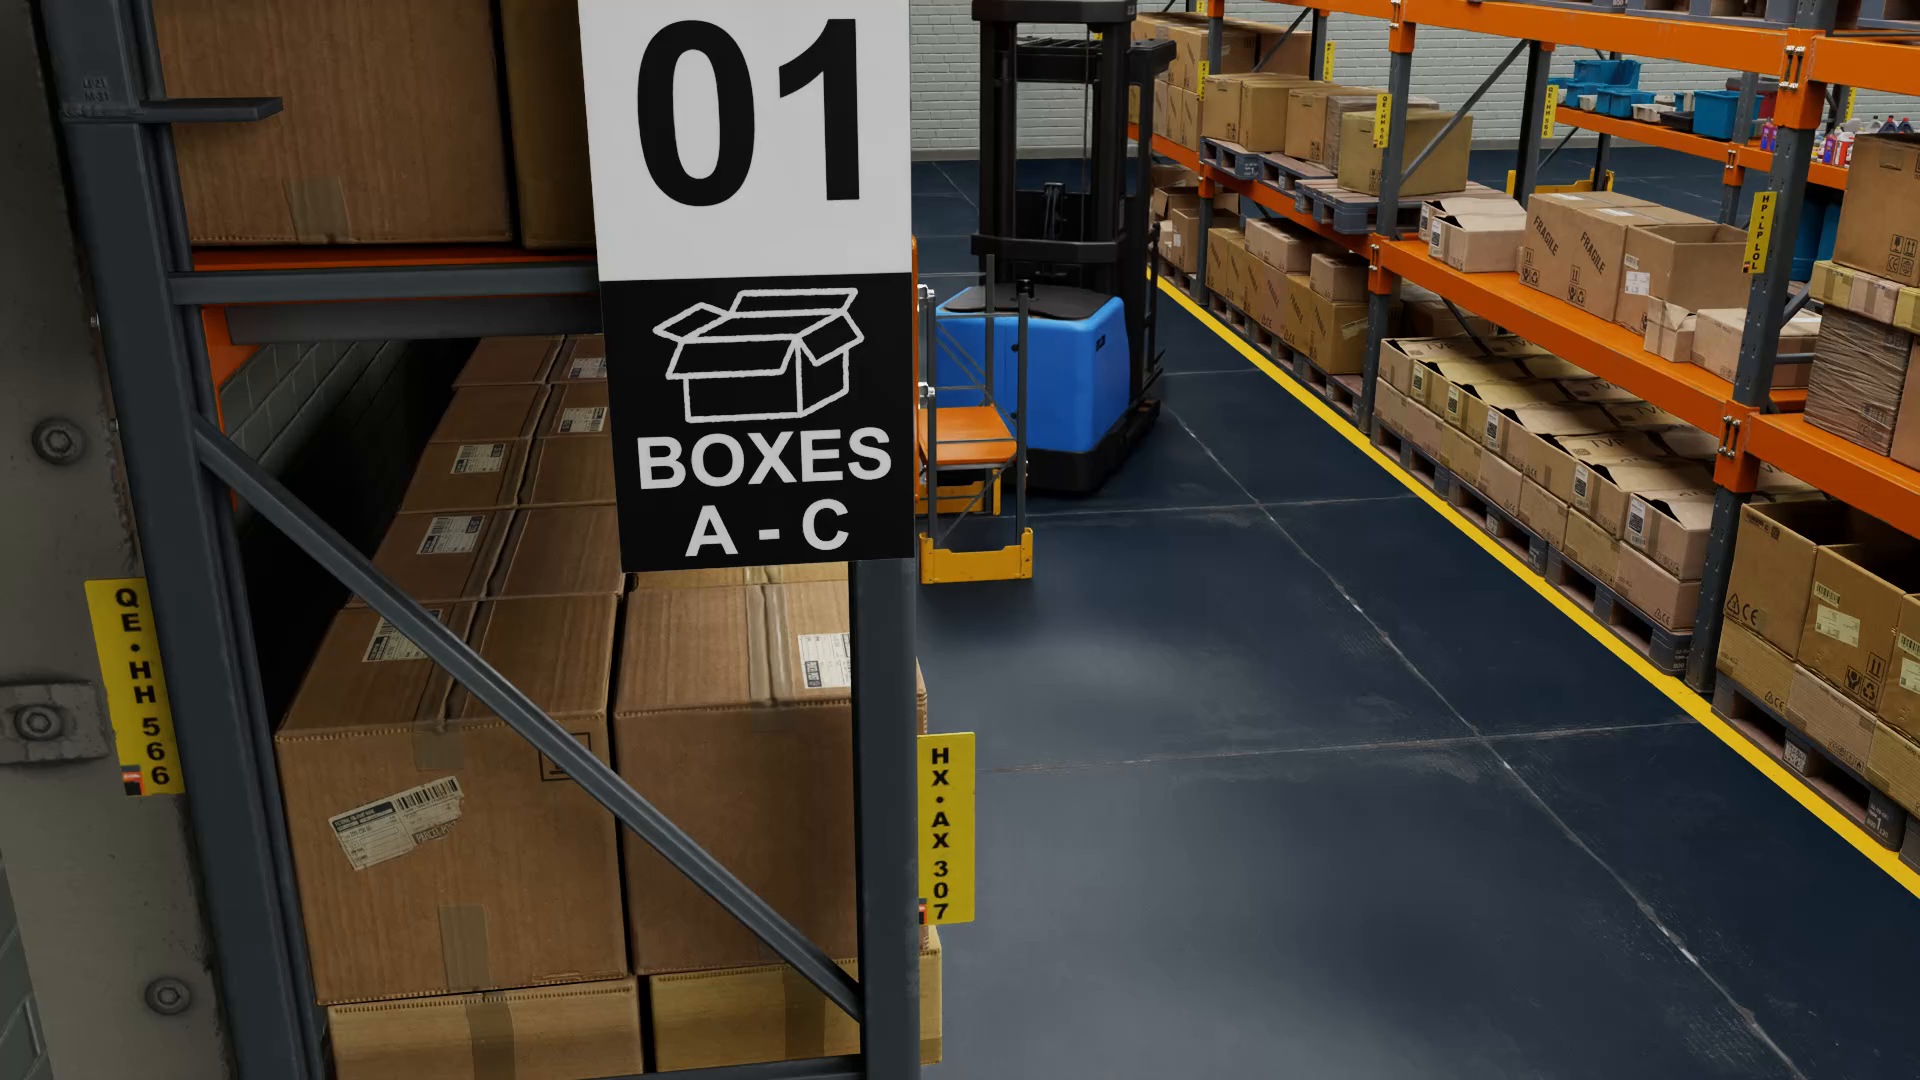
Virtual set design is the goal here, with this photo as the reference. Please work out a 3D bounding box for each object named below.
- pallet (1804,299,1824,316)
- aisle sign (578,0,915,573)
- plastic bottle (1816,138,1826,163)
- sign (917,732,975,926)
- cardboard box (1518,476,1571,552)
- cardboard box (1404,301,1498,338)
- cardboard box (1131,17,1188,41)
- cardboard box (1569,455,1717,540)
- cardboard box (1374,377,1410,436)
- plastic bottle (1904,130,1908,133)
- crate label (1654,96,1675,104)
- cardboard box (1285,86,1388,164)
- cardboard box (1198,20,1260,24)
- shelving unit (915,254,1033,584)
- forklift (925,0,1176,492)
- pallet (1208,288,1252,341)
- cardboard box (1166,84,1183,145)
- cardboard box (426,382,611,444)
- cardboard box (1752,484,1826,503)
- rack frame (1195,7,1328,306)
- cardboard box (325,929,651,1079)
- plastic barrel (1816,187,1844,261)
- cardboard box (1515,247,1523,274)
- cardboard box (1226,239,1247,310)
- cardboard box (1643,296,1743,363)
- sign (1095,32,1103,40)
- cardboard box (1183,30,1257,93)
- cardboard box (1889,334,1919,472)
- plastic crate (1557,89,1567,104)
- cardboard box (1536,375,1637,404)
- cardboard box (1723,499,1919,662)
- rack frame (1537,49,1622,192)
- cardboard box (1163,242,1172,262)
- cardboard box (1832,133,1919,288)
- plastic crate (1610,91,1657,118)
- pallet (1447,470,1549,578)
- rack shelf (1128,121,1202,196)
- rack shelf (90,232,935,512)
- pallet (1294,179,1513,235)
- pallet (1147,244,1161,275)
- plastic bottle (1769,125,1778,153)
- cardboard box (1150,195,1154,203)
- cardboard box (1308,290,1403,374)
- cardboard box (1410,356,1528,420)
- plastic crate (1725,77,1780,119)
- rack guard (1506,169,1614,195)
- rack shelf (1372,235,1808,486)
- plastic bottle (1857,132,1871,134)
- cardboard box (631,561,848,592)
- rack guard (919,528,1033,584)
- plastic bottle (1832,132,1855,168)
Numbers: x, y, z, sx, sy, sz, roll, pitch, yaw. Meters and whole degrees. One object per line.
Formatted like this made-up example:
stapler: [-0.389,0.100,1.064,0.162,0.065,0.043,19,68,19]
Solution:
pallet: [7.759,-1.783,13.687,1.003,0.211,1.213,-3,21,-8]
aisle sign: [-0.257,-0.335,2.111,0.394,0.787,0.004,-3,21,-8]
plastic bottle: [7.270,-3.273,13.977,0.097,0.201,0.097,0,20,0]
sign: [-0.027,0.440,2.514,0.100,0.325,0.005,-3,21,-8]
cardboard box: [3.268,-0.153,8.668,0.500,0.250,0.500,-2,21,-7]
cardboard box: [3.401,-1.355,11.501,0.500,0.500,0.500,-2,21,-5]
cardboard box: [1.984,-4.912,16.509,0.500,0.500,0.500,-3,21,-7]
cardboard box: [3.337,-0.240,8.100,0.500,0.311,0.500,-2,21,-6]
cardboard box: [2.969,-0.860,10.563,0.500,0.250,0.500,-3,21,-8]
plastic bottle: [7.891,-3.287,13.914,0.097,0.271,0.097,0,20,0]
crate label: [7.321,-4.601,17.540,0.396,0.136,0.243,-3,21,-8]
cardboard box: [2.923,-3.168,12.668,0.700,0.500,0.500,-8,22,-21]
cardboard box: [2.594,-4.761,16.104,0.500,0.500,0.500,-2,21,-6]
shelving unit: [0.011,-0.676,8.883,0.587,1.500,1.083,-3,21,-8]
forklift: [0.734,-2.139,10.755,1.130,2.935,3.031,7,21,17]
pallet: [2.762,-1.947,14.127,1.003,0.211,1.213,-3,21,-8]
cardboard box: [2.206,-3.918,15.277,0.500,0.500,0.500,-2,21,-6]
cardboard box: [-1.057,-0.098,4.305,0.500,0.500,0.500,-3,21,-7]
cardboard box: [3.947,-0.090,7.698,0.500,0.311,0.500,-3,21,-8]
rack frame: [2.607,-3.533,14.388,1.000,3.000,0.127,-3,21,-8]
cardboard box: [-0.824,0.782,3.022,0.500,0.250,0.500,-3,21,-7]
plastic barrel: [7.673,-2.561,14.184,0.600,0.901,0.708,-3,21,-8]
cardboard box: [3.423,-1.592,9.549,0.380,0.149,0.250,-1,21,-4]
cardboard box: [2.524,-2.204,13.774,0.500,0.500,0.500,-3,21,-7]
cardboard box: [3.452,-0.995,7.786,0.396,0.266,0.258,-3,21,-9]
sign: [1.494,-5.296,17.871,0.100,0.325,0.005,-3,21,-8]
cardboard box: [2.278,-4.210,14.630,0.500,0.500,0.500,-3,21,-7]
cardboard box: [3.913,-0.474,6.056,0.700,0.500,0.500,-3,21,-8]
plastic crate: [6.607,-4.854,18.215,0.250,0.136,0.298,-3,21,-8]
cardboard box: [3.654,-0.796,9.588,0.500,0.311,0.500,-3,21,-8]
cardboard box: [3.517,0.153,6.776,0.500,0.500,0.500,-3,21,-8]
rack frame: [6.933,-5.166,18.762,1.000,3.000,0.127,-3,21,-8]
cardboard box: [2.131,-2.713,15.639,0.380,0.149,0.250,-3,21,-8]
cardboard box: [3.831,-1.264,6.317,0.700,0.500,0.500,-3,21,-7]
plastic crate: [6.876,-4.454,17.008,0.416,0.233,0.300,-3,21,-8]
pallet: [3.436,-0.133,9.271,1.003,0.211,1.213,-3,21,-8]
rack shelf: [2.319,-3.888,16.368,1.077,0.370,4.000,-3,21,-8]
rack shelf: [-0.853,-0.888,4.047,1.077,0.370,4.000,-3,21,-8]
pallet: [3.017,-2.289,11.333,1.213,0.211,1.003,-3,21,-8]
pallet: [2.330,-2.888,16.646,1.003,0.211,1.213,-3,21,-8]
plastic bottle: [7.159,-3.532,14.553,0.061,0.283,0.133,-3,21,-8]
cardboard box: [1.900,-3.460,17.494,0.500,0.250,0.500,-3,21,-8]
cardboard box: [2.817,-1.495,11.876,0.500,0.500,0.500,-2,21,-6]
cardboard box: [3.053,-0.942,9.979,0.500,0.311,0.500,-3,21,-9]
plastic crate: [7.629,-4.161,15.893,0.402,0.464,0.583,-3,21,-8]
rack guard: [6.916,-4.003,19.219,1.175,0.500,0.348,-3,21,-8]
rack shelf: [3.472,-1.119,8.952,1.077,0.370,4.000,-3,21,-8]
plastic bottle: [7.483,-3.231,13.757,0.152,0.276,0.135,-3,21,-8]
cardboard box: [-0.397,0.231,3.426,0.500,0.500,0.500,-3,21,-8]
rack guard: [0.083,0.082,8.640,0.587,0.250,0.087,-3,21,-8]
plastic bottle: [7.333,-3.223,13.736,0.152,0.276,0.135,-3,21,-8]
